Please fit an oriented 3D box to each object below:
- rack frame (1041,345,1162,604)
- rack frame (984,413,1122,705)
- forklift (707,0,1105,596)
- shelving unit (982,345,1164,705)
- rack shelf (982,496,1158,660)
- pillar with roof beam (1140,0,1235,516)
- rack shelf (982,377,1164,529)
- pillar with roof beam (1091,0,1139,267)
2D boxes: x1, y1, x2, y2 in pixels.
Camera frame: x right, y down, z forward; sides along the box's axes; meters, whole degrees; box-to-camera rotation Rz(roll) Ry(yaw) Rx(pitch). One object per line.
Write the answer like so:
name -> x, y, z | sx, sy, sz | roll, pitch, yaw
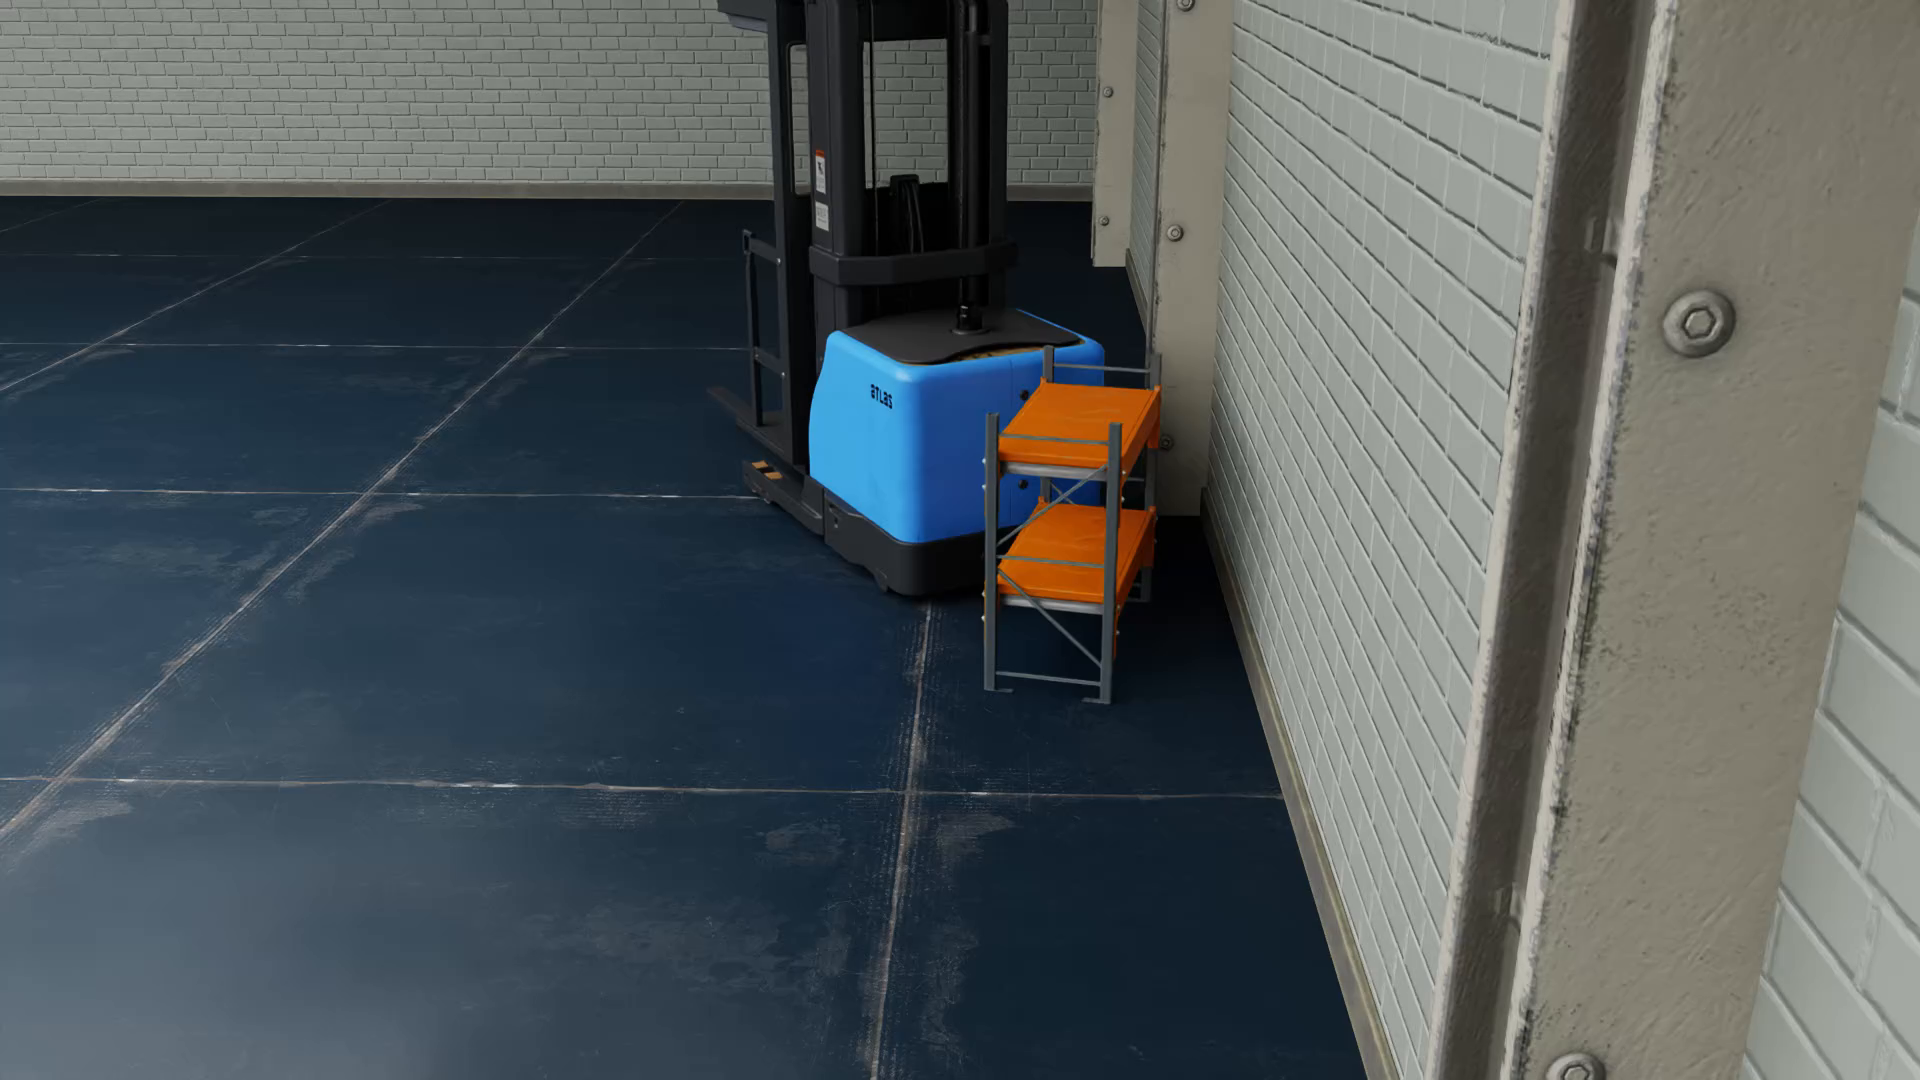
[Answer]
rack frame -> 0.597, -0.273, 7.177 | 0.500, 1.125, 0.032 | 5, 22, 14
rack frame -> 0.341, 0.083, 6.260 | 0.500, 1.125, 0.032 | 5, 22, 14
forklift -> -0.477, -1.617, 8.143 | 1.130, 2.935, 3.031 | -11, 24, -26
shelving unit -> 0.469, -0.095, 6.719 | 0.538, 1.125, 1.048 | 5, 22, 14
rack shelf -> 0.469, 0.133, 6.807 | 0.538, 0.278, 1.000 | 5, 22, 14
pillar with roof beam -> -3.211, -4.438, 7.028 | 9.100, 9.000, 0.400 | 1, 21, 2
rack shelf -> 0.469, -0.368, 6.613 | 0.538, 0.278, 1.000 | 5, 22, 14
pillar with roof beam -> -3.028, -6.608, 12.619 | 9.100, 9.000, 0.400 | 1, 21, 2
